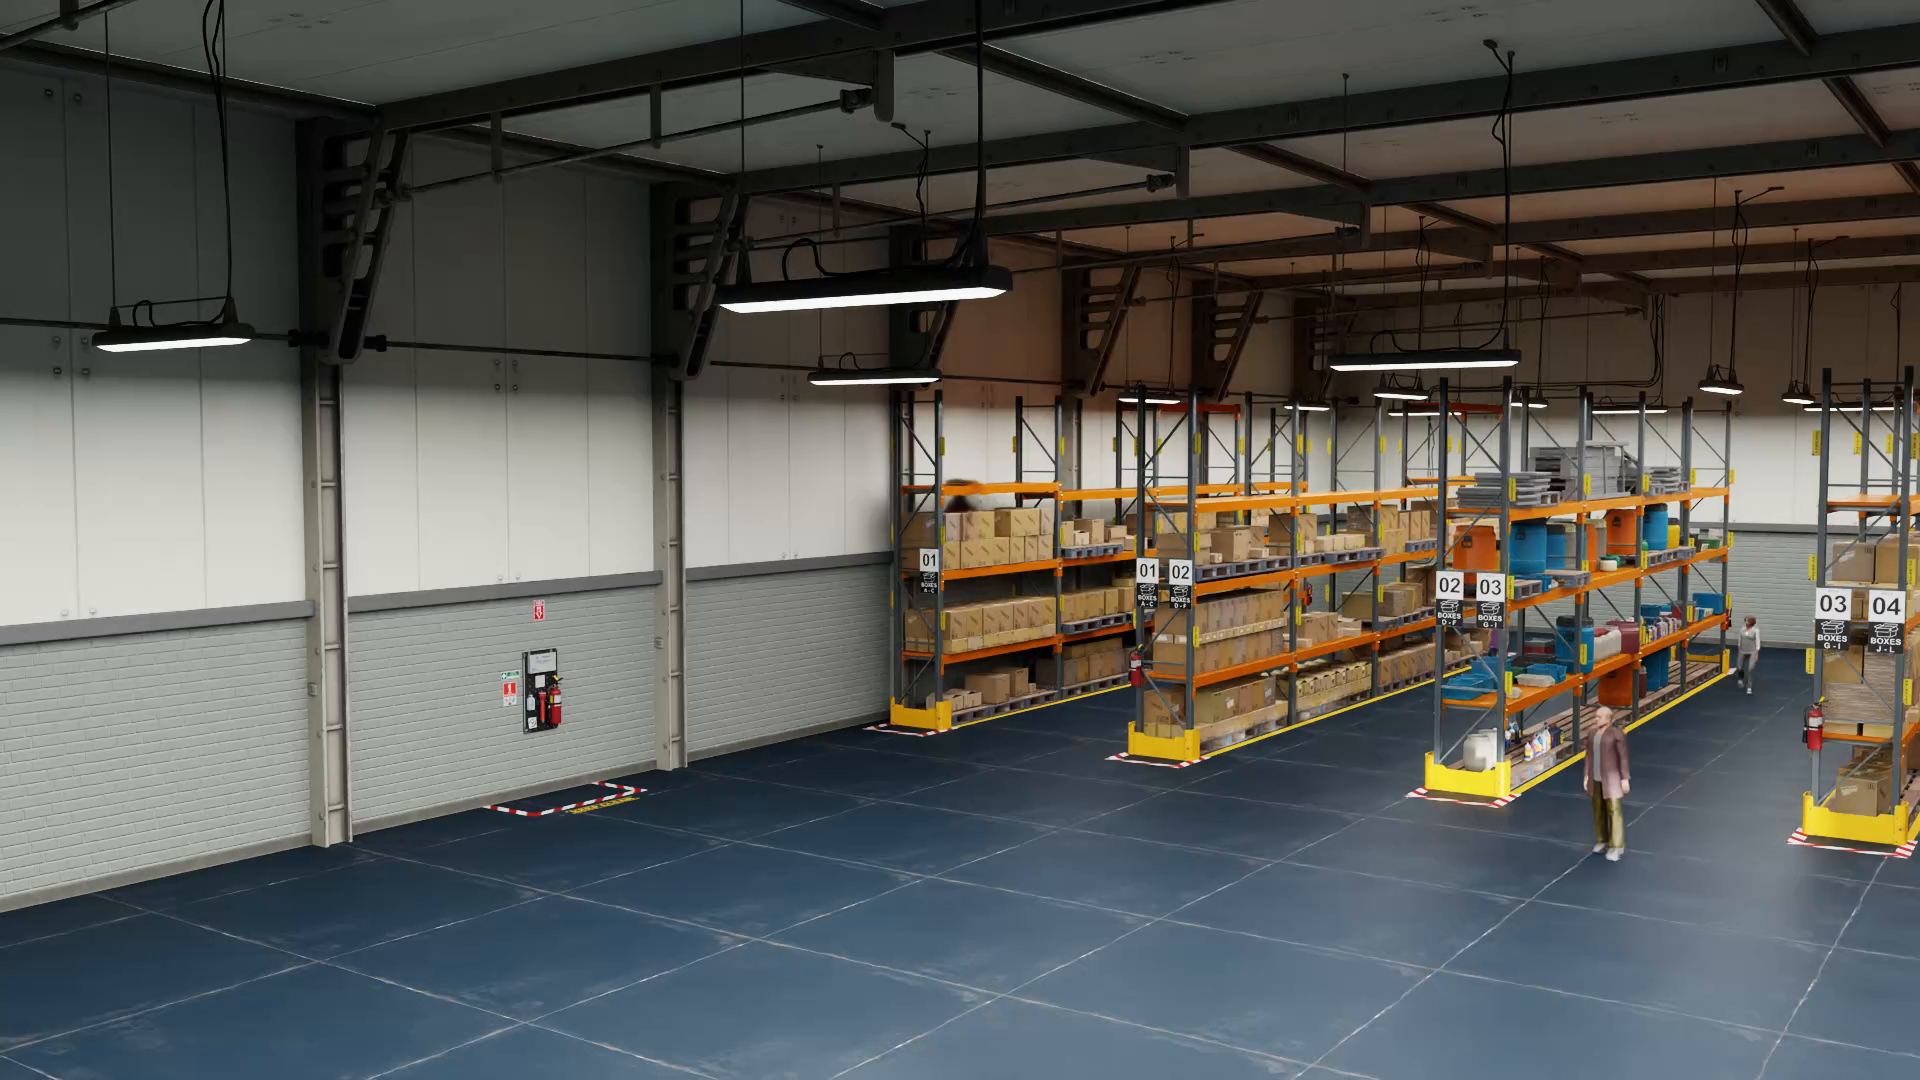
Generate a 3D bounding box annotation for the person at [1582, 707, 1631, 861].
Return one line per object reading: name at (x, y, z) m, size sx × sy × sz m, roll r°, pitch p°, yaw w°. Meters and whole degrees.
person at (7.903, 2.965, 20.441) m, size 0.475 × 1.807 × 0.673 m, roll -2°, pitch 4°, yaw -27°

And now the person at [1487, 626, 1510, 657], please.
person at (11.234, 2.263, 34.664) m, size 0.471 × 1.554 × 0.624 m, roll 2°, pitch 4°, yaw 32°

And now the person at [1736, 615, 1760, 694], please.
person at (15.987, 2.304, 33.699) m, size 0.428 × 1.584 × 0.510 m, roll 2°, pitch 4°, yaw 29°
